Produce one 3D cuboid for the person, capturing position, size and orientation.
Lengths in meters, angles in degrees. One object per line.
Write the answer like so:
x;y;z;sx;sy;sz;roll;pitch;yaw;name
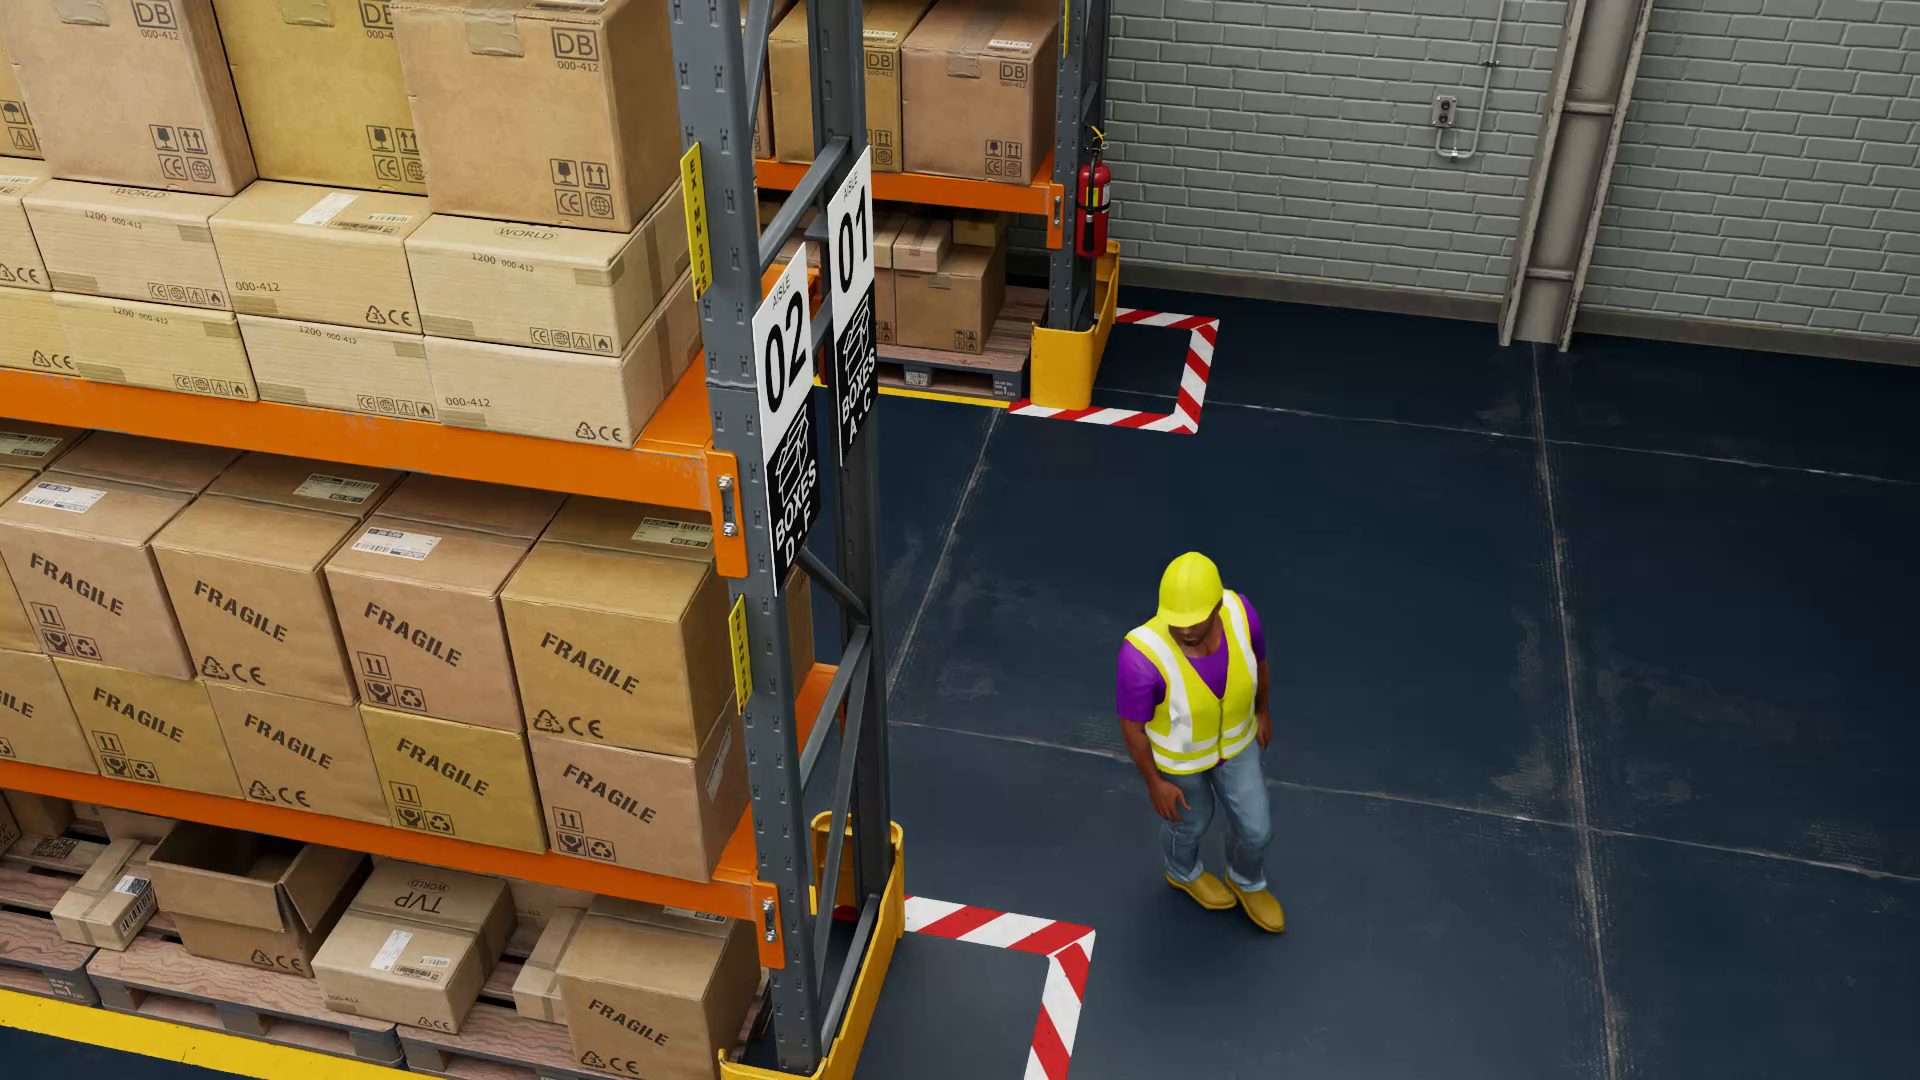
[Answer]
0.864;0.746;5.904;0.671;1.751;0.485;-16;39;-20;person
